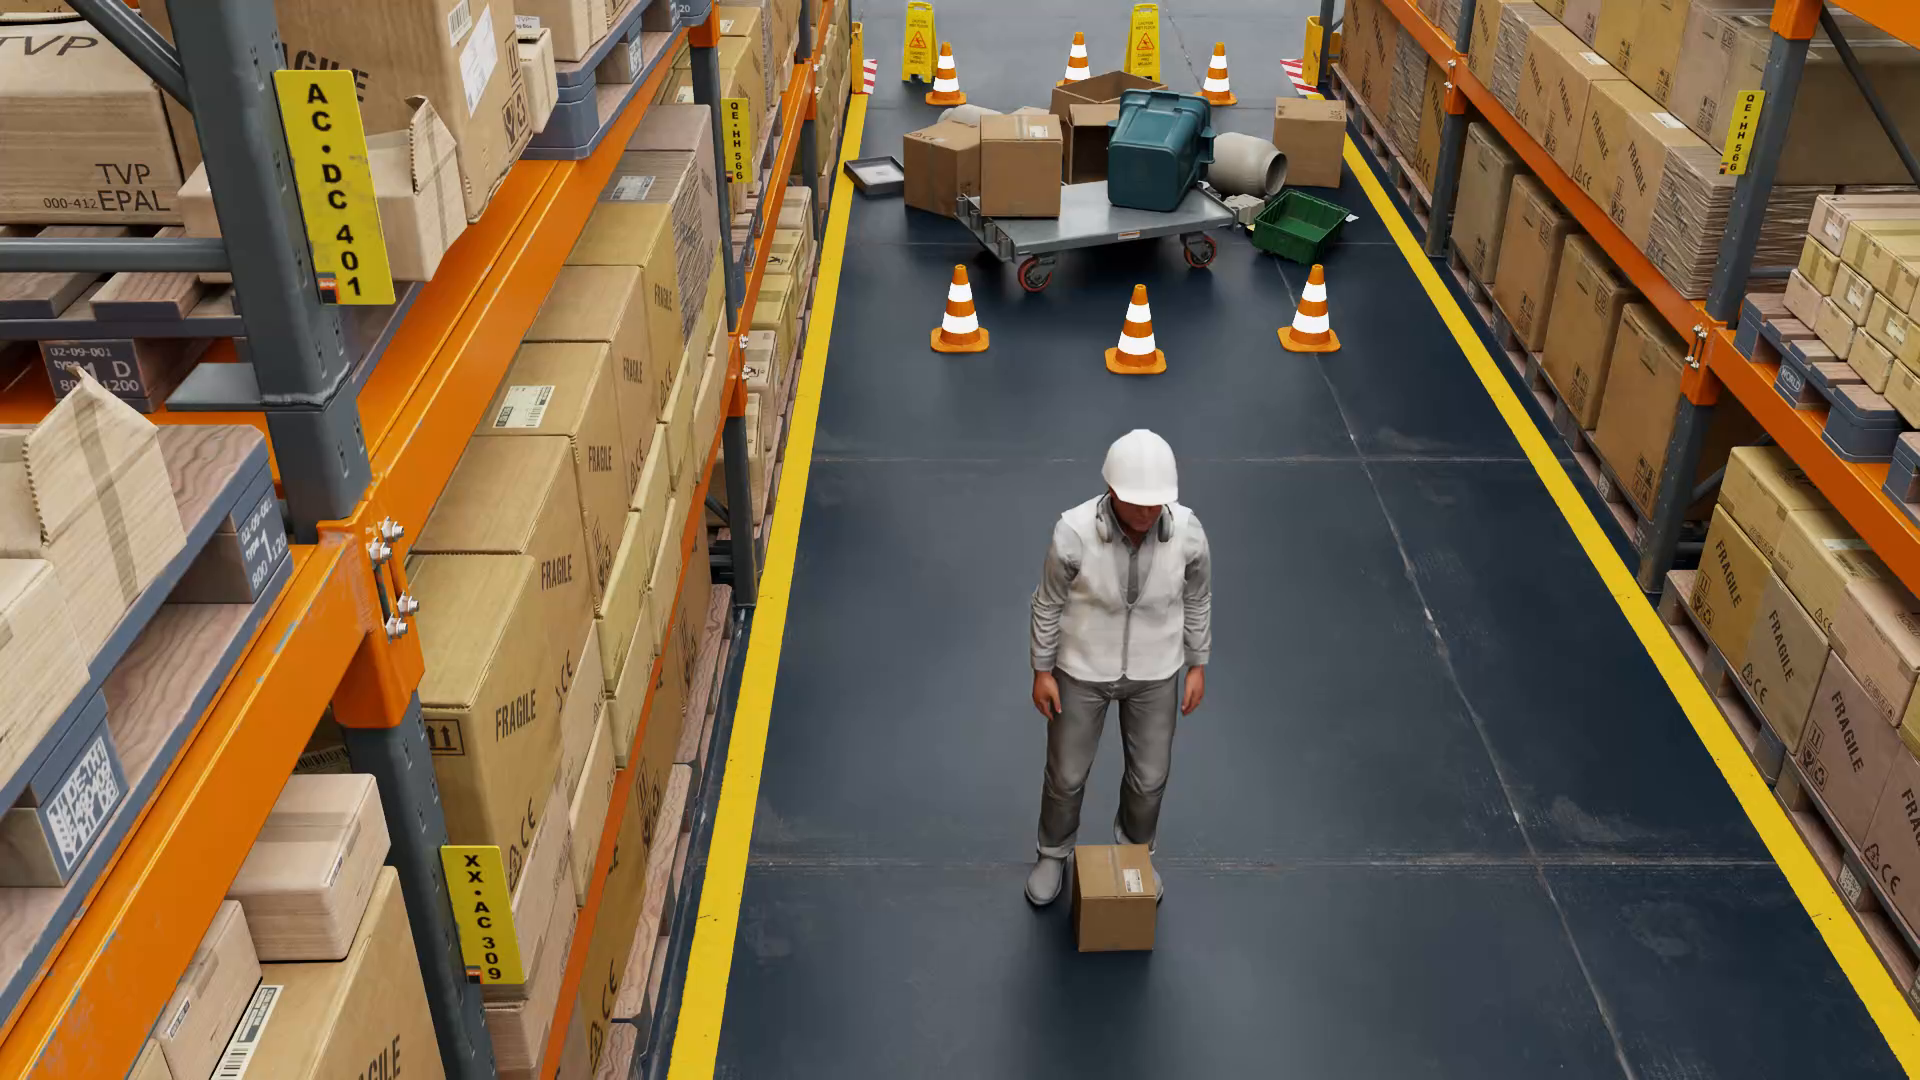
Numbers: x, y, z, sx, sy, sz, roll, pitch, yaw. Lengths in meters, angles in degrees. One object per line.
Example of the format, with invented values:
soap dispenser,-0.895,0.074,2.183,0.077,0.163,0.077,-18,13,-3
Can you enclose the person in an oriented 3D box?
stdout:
person,0.516,0.418,5.421,0.594,1.773,0.456,-2,31,-3
